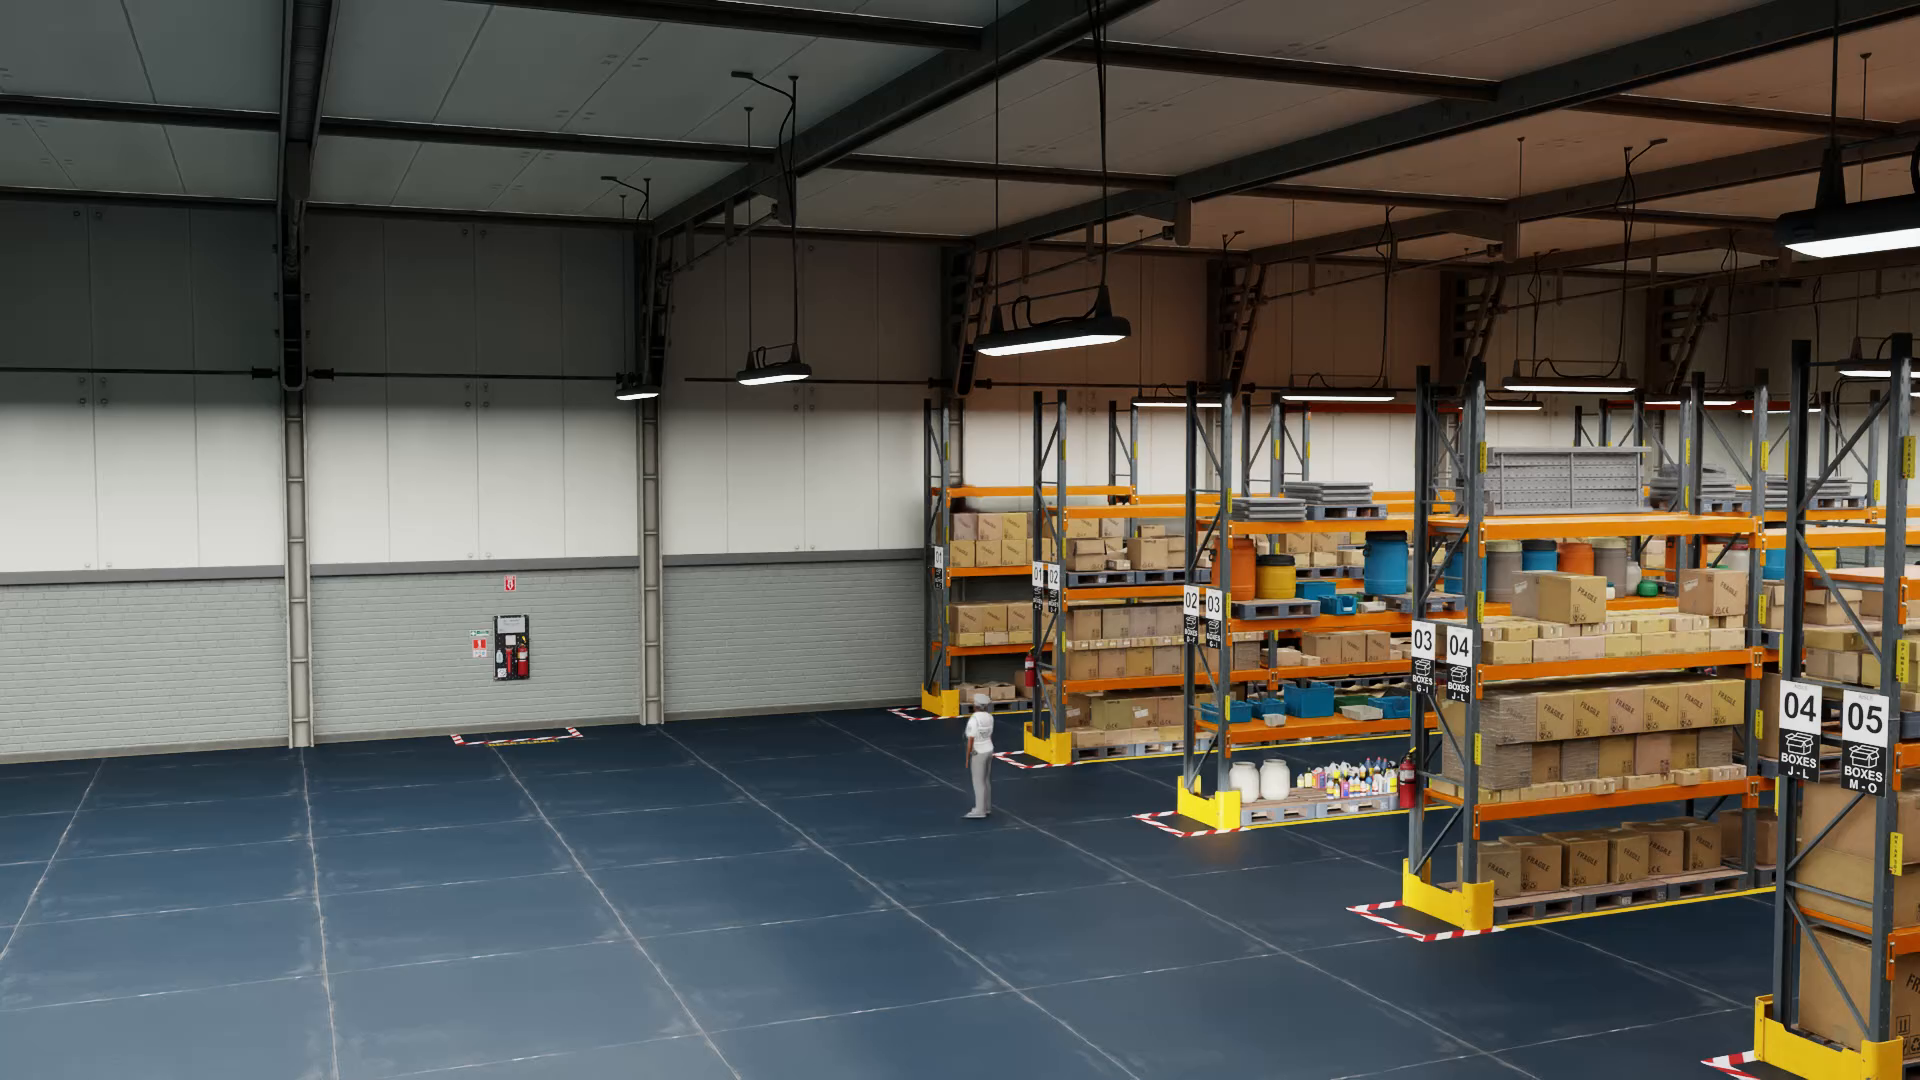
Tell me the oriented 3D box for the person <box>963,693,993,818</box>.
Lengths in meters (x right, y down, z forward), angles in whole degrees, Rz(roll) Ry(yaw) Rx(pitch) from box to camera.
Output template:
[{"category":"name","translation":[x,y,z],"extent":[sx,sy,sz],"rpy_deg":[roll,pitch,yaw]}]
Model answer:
[{"category":"person","translation":[0.250,2.957,22.916],"extent":[0.380,1.700,0.494],"rpy_deg":[1,4,23]}]

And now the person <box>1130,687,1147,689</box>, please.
[{"category":"person","translation":[3.326,2.564,30.083],"extent":[0.992,1.699,0.550],"rpy_deg":[-1,4,-23]}]
